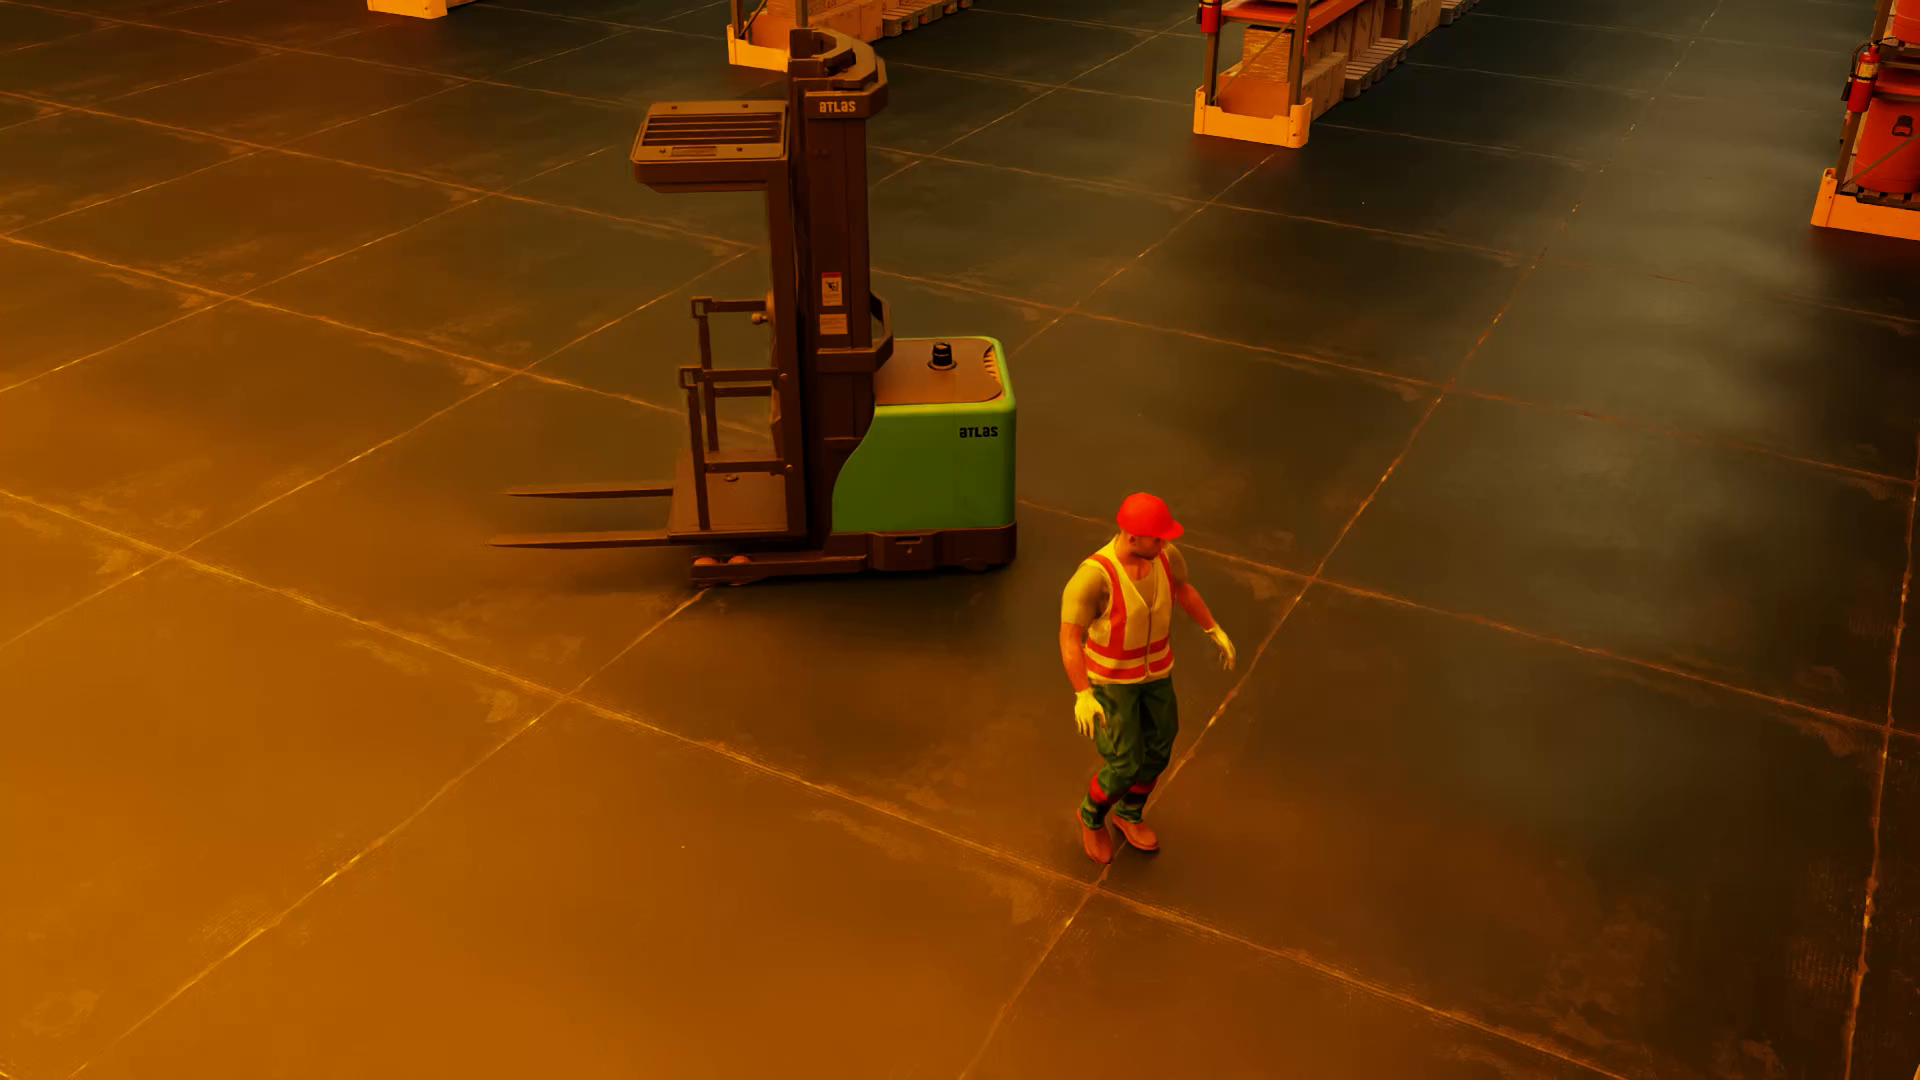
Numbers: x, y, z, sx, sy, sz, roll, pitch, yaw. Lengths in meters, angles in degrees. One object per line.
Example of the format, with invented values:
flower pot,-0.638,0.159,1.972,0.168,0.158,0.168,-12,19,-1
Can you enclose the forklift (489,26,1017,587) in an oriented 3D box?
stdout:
forklift,-1.214,-1.277,9.283,3.031,2.935,1.130,-2,30,-4

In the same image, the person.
person,0.805,0.600,7.223,0.844,1.773,0.483,-15,33,-25
